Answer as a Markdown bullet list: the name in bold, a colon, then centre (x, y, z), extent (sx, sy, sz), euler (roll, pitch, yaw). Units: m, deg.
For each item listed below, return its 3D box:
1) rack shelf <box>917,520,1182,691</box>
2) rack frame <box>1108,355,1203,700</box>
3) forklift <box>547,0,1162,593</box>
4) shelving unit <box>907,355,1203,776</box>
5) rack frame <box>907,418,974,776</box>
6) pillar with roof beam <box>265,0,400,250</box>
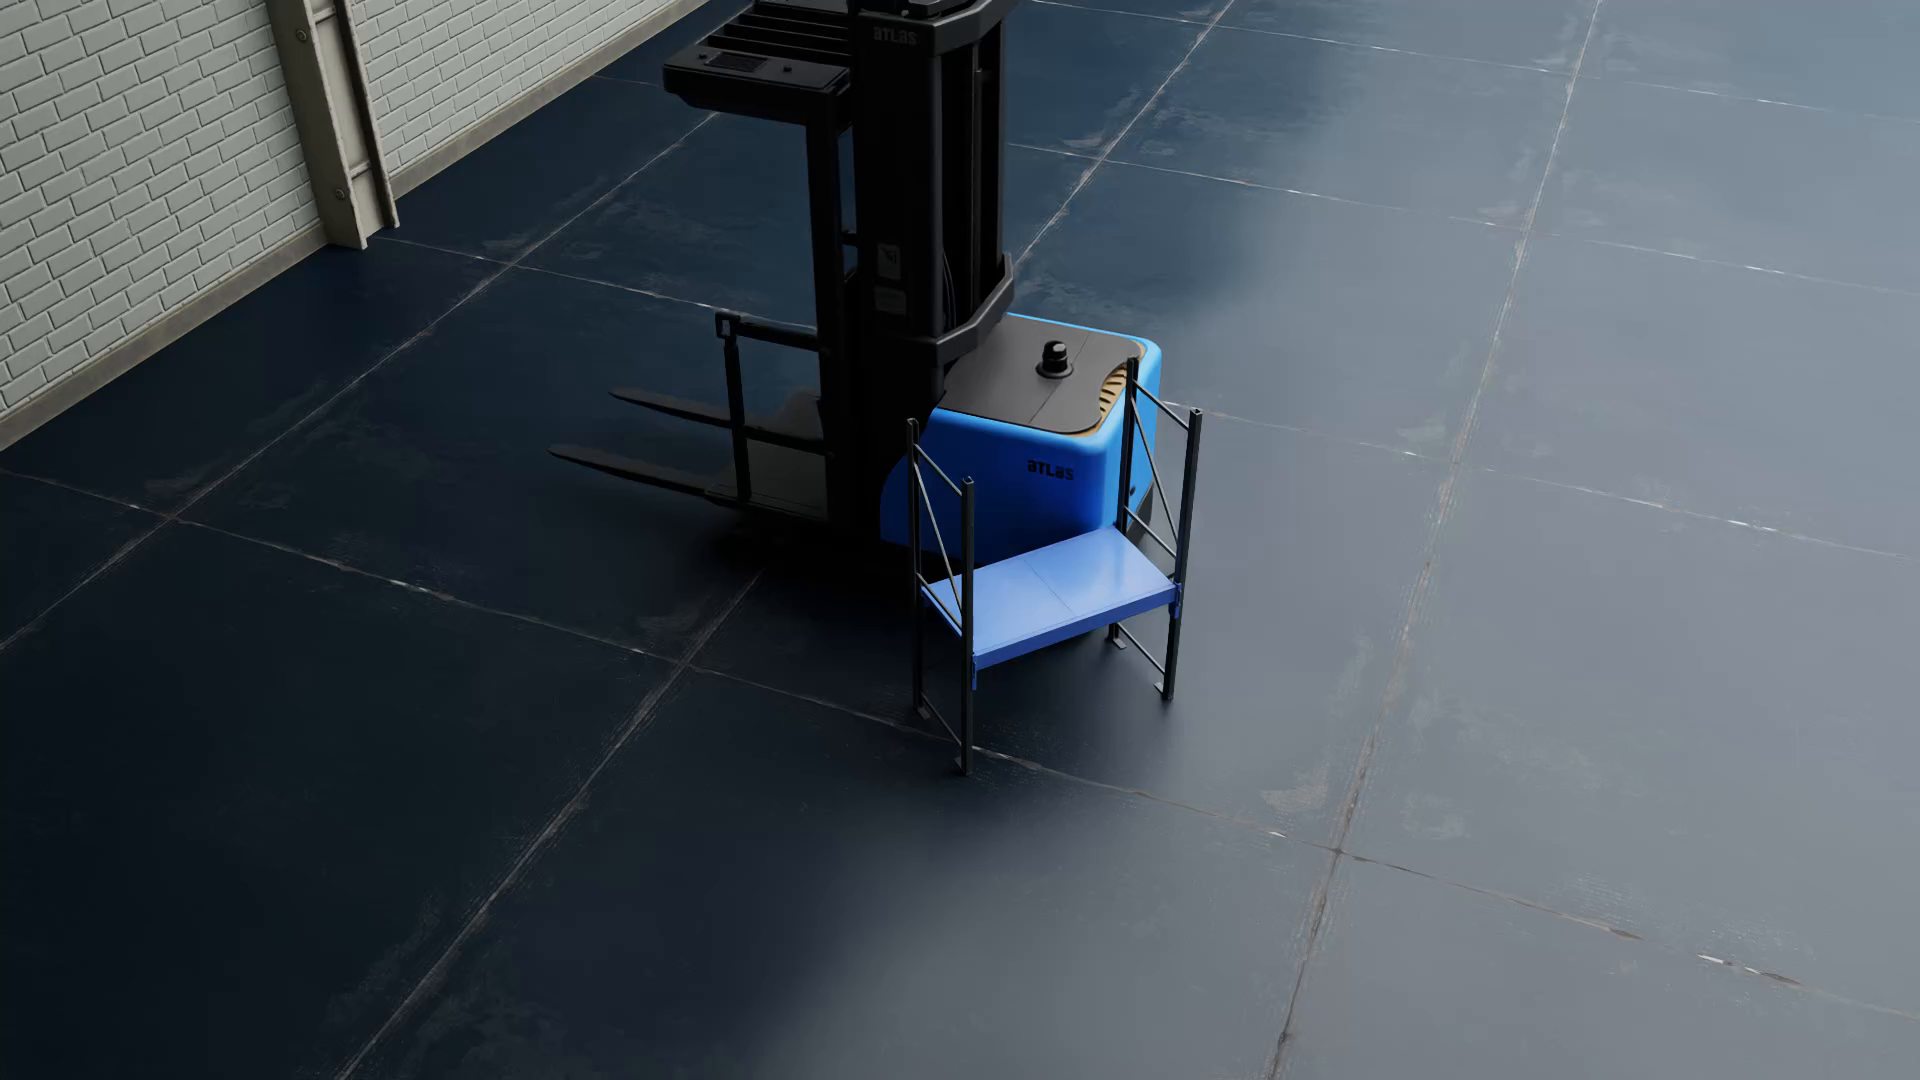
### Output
- **rack shelf**: centre (0.372, 0.262, 7.049), extent (1.000, 0.185, 0.538), euler (-18, 40, -22)
- **rack frame**: centre (0.821, -0.025, 7.132), extent (0.032, 1.500, 0.500), euler (-18, 40, -22)
- **forklift**: centre (-0.609, -1.310, 7.656), extent (3.031, 2.935, 1.130), euler (13, 39, 17)
- **shelving unit**: centre (0.372, 0.118, 6.942), extent (1.048, 1.500, 0.538), euler (-18, 40, -22)
- **rack frame**: centre (-0.078, 0.260, 6.751), extent (0.032, 1.500, 0.500), euler (-18, 40, -22)
- **pillar with roof beam**: centre (-0.001, -4.670, 7.083), extent (9.100, 9.000, 0.400), euler (14, 39, 18)
